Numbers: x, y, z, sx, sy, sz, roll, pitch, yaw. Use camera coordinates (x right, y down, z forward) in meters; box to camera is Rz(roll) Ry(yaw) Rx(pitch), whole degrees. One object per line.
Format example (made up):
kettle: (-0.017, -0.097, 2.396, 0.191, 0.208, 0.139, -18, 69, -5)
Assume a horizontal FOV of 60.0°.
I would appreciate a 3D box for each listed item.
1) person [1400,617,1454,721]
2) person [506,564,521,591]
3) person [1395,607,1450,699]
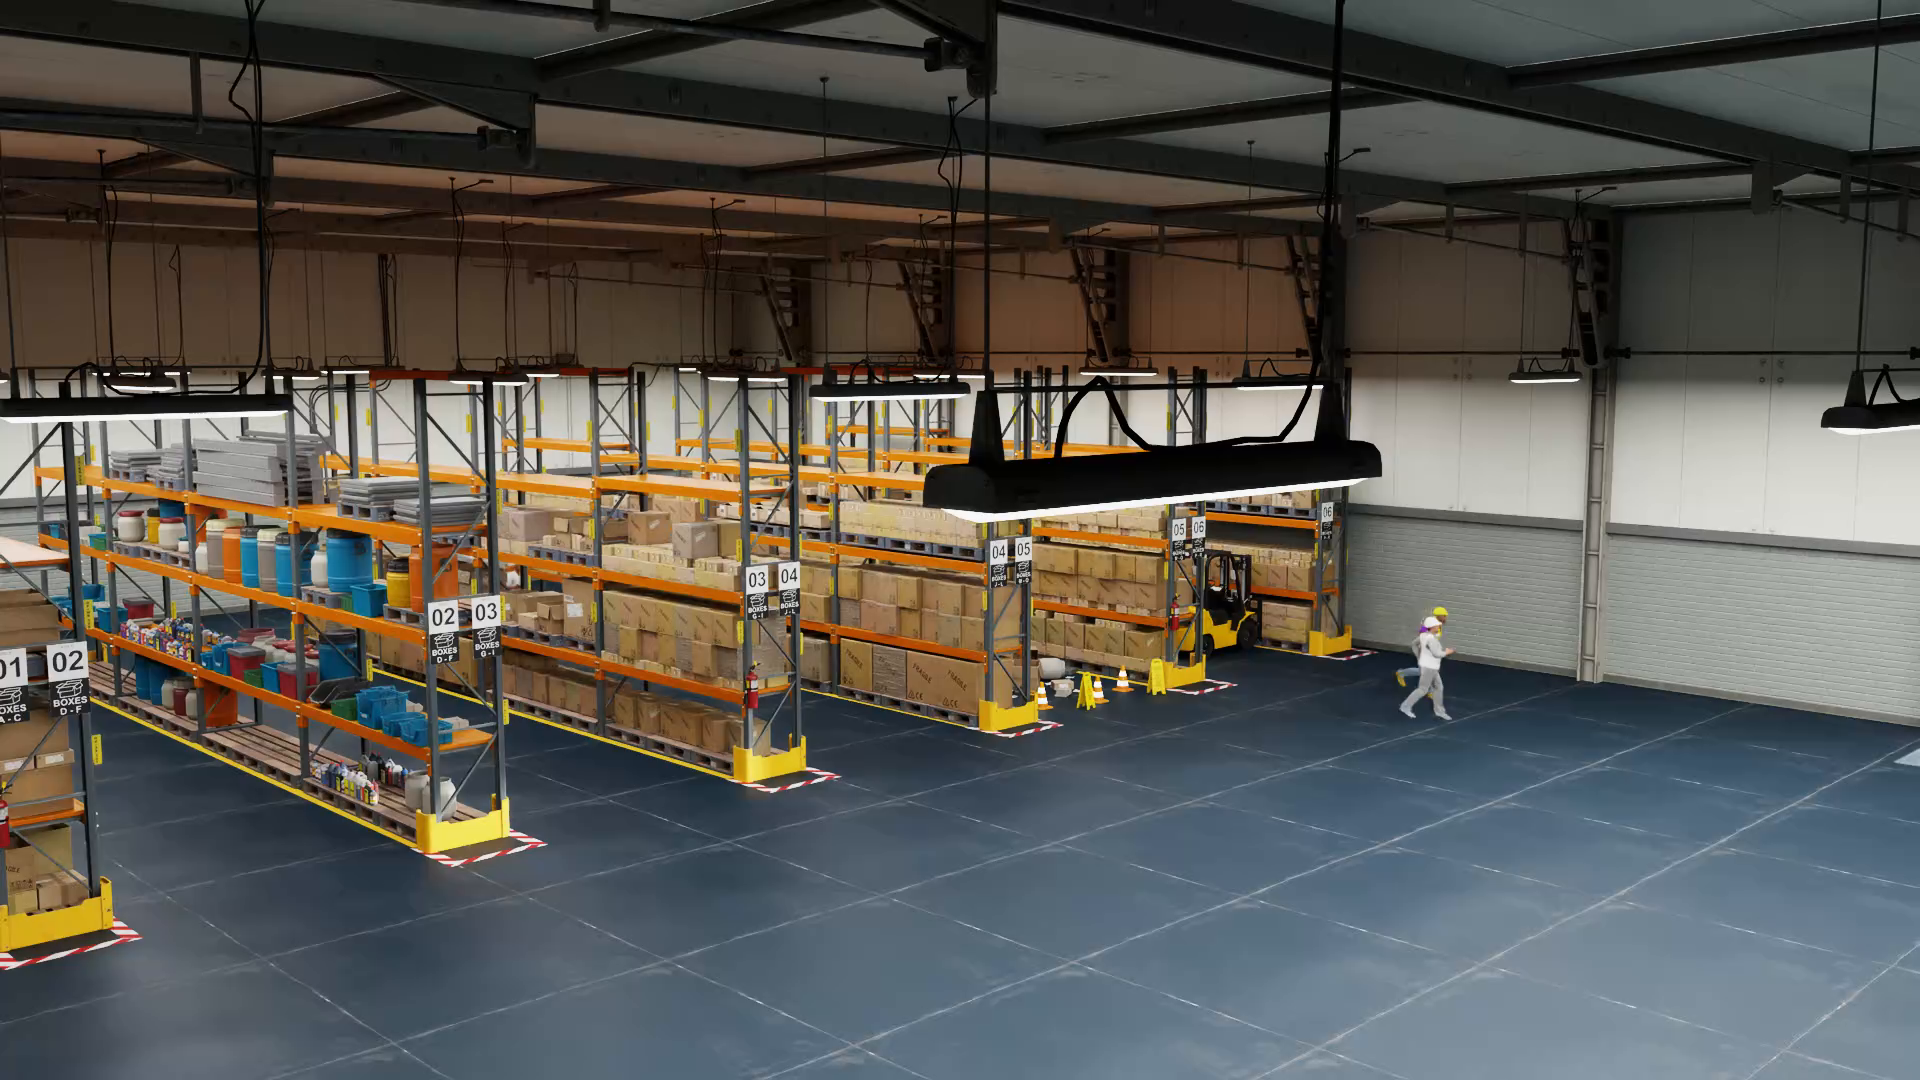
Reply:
person: (8.023, 2.212, 28.546, 0.907, 1.804, 0.636, 1, 6, 7)
person: (-9.786, 1.327, 36.703, 0.774, 1.835, 0.662, 5, 8, 40)
person: (8.517, 2.060, 30.634, 0.943, 1.708, 0.701, 3, 7, 27)
